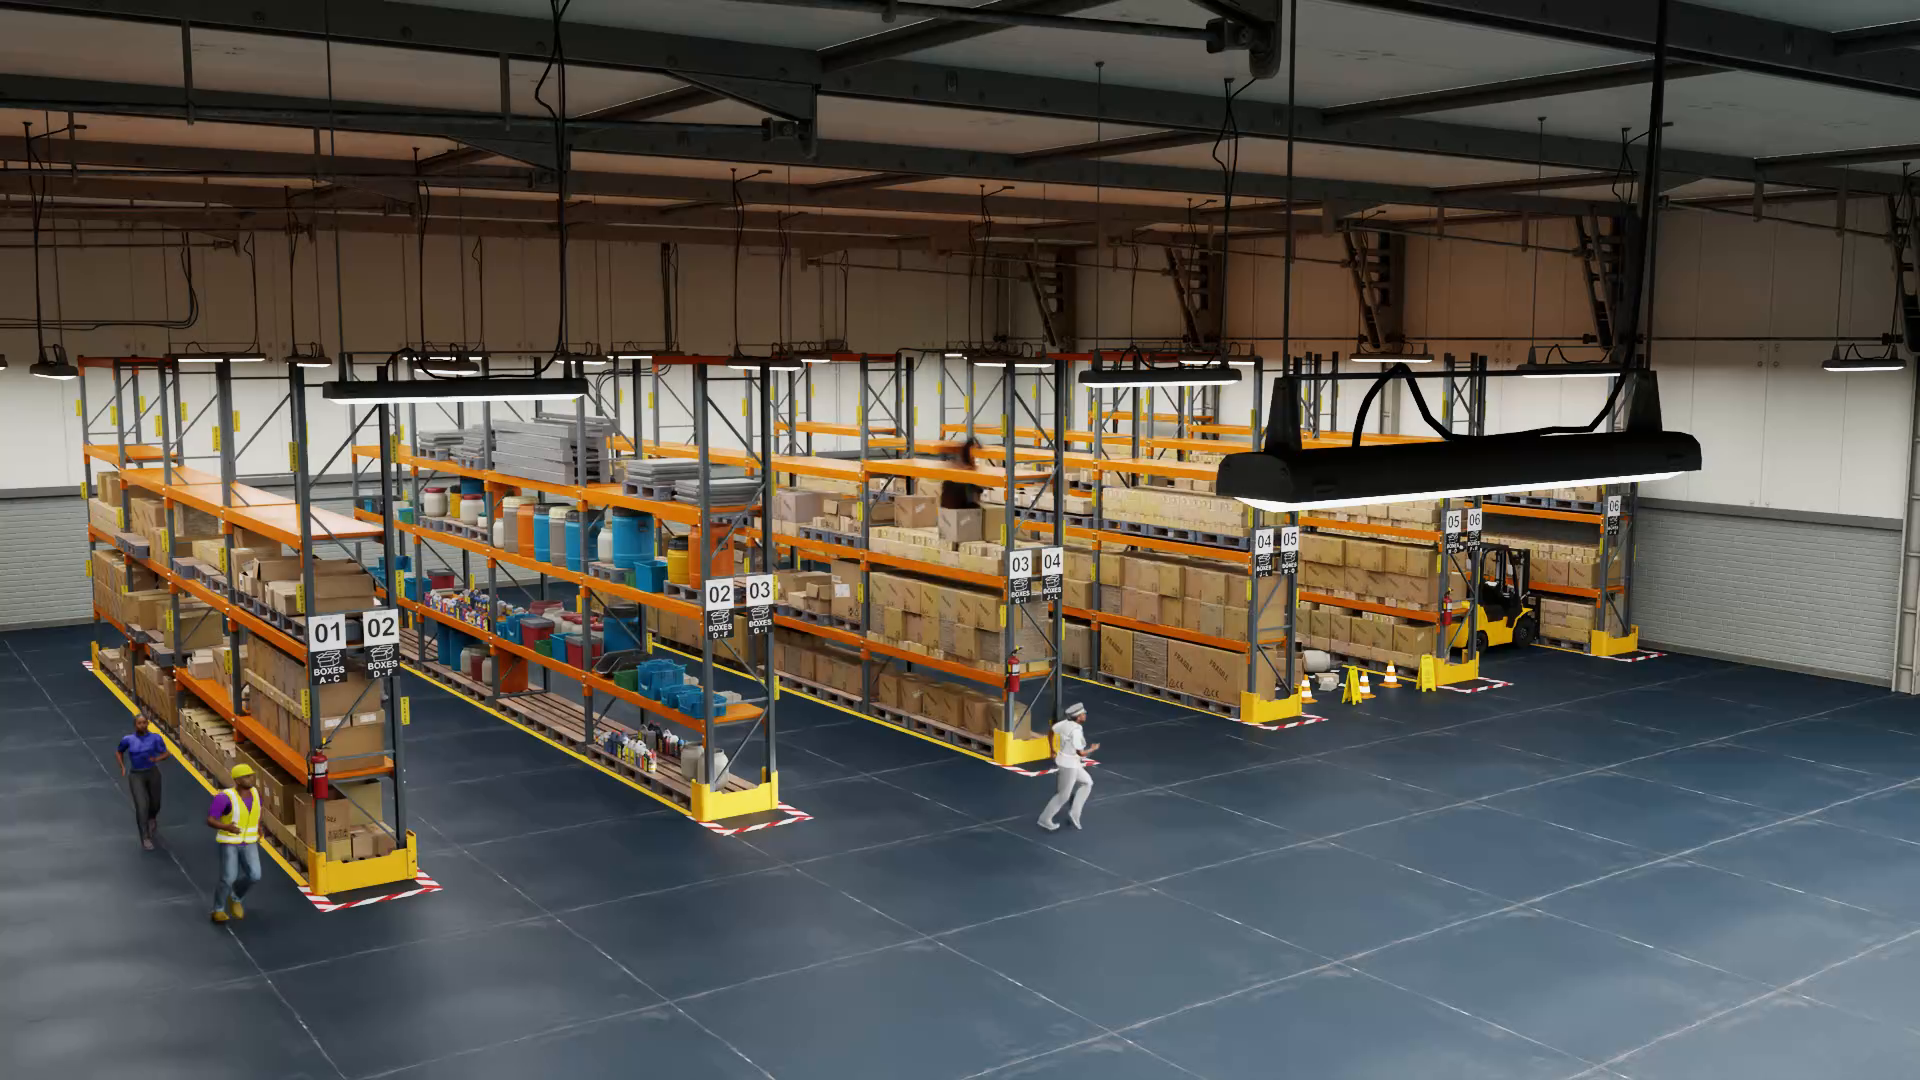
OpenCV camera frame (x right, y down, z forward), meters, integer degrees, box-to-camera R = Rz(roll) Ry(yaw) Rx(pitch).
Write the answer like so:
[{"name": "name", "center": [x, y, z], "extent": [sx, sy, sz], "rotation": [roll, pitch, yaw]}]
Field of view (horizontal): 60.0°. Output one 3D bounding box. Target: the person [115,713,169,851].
[{"name": "person", "center": [-10.219, 3.020, 20.835], "extent": [0.581, 1.551, 0.932], "rotation": [-4, 8, -32]}]

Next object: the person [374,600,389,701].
[{"name": "person", "center": [-10.268, 1.919, 29.290], "extent": [0.669, 1.745, 0.860], "rotation": [-6, 9, -40]}]

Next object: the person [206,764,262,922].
[{"name": "person", "center": [-7.824, 3.291, 18.140], "extent": [0.598, 1.708, 0.703], "rotation": [6, 9, 39]}]

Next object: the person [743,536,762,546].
[{"name": "person", "center": [-5.095, 0.464, 41.227], "extent": [0.697, 1.839, 0.722], "rotation": [4, 8, 29]}]

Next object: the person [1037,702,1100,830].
[{"name": "person", "center": [1.393, 2.915, 21.359], "extent": [0.805, 1.688, 0.602], "rotation": [-1, 7, -10]}]
